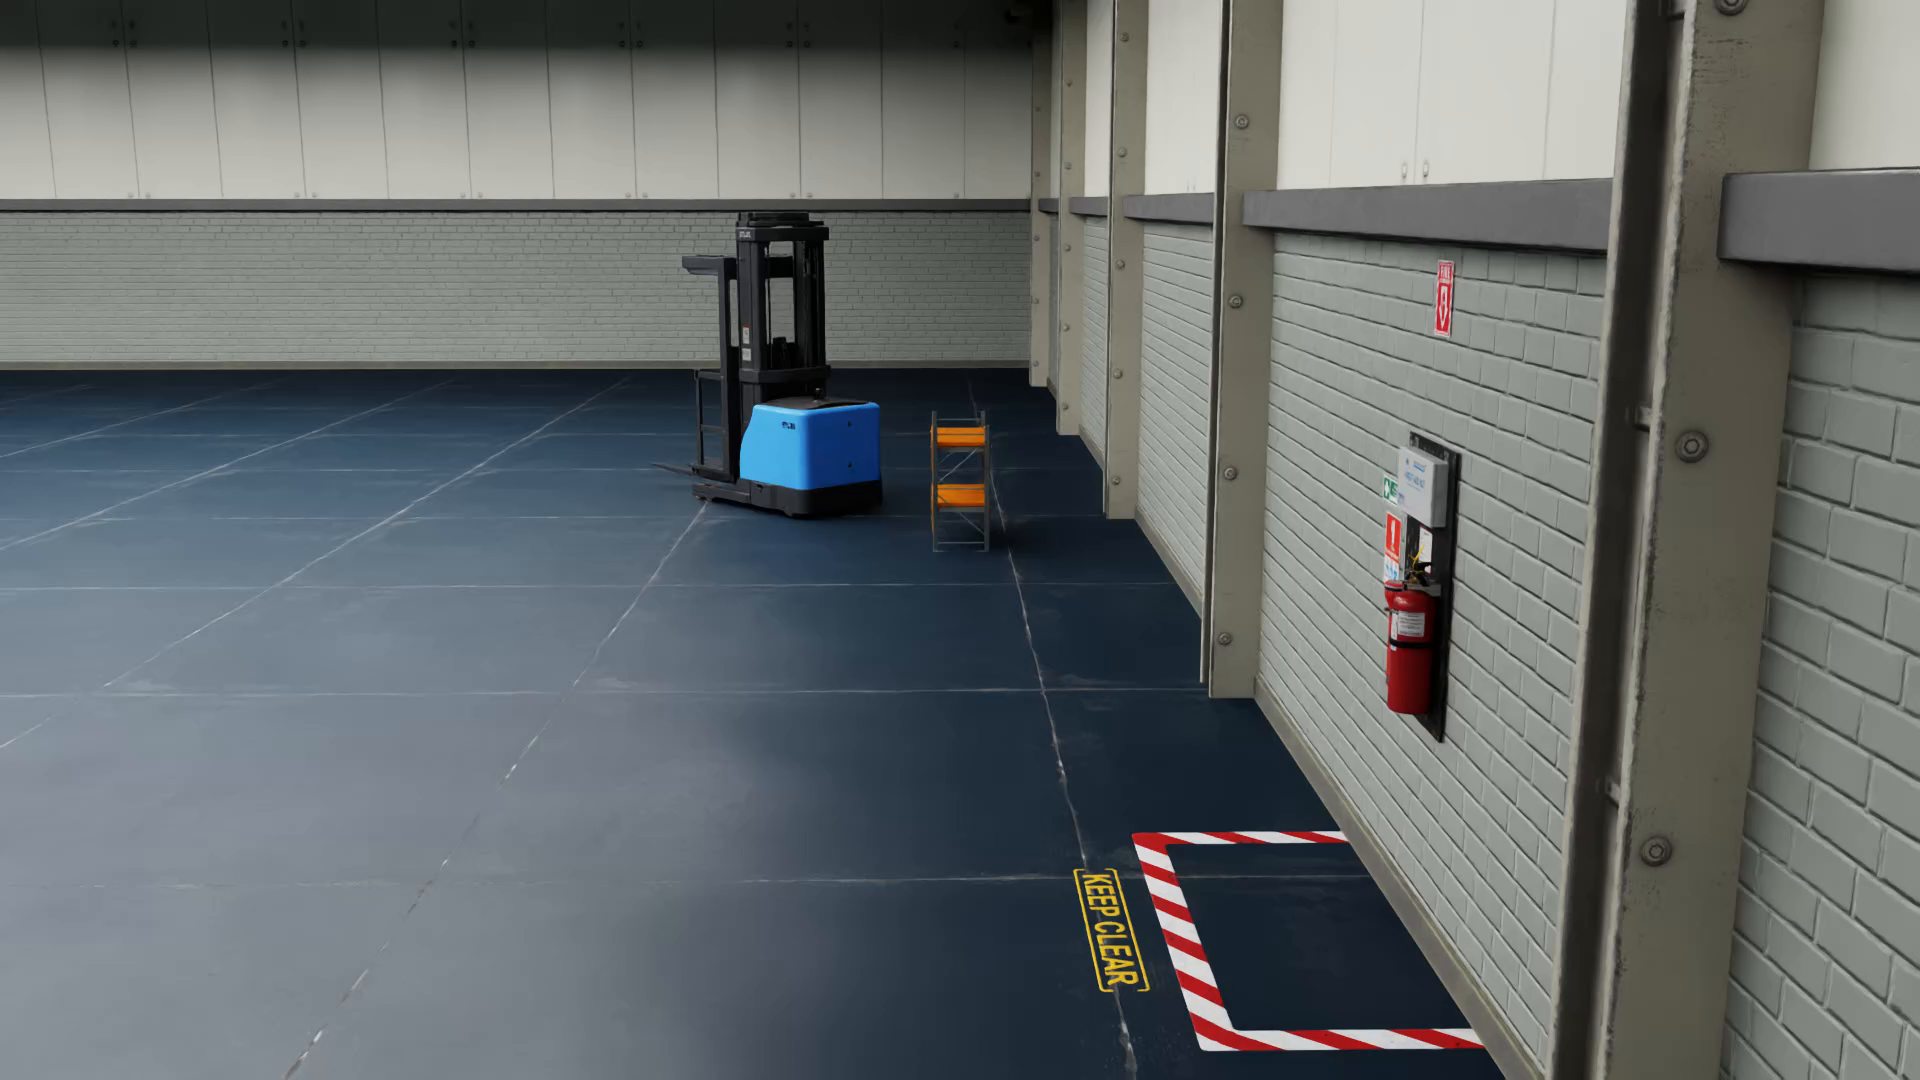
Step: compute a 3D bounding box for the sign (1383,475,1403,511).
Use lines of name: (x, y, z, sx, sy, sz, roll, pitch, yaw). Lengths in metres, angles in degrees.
sign: (1.906, -0.208, 7.308, 0.001, 0.109, 0.331, 0, 11, -1)

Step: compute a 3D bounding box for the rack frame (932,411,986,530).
rack frame: (-0.010, -0.651, 15.630, 0.500, 1.125, 0.032, 0, 11, -1)

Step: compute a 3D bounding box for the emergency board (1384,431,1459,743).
emergency board: (1.823, 0.179, 6.825, 0.194, 1.169, 0.643, 0, 11, -1)

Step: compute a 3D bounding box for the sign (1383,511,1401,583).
sign: (1.914, 0.051, 7.366, 0.001, 0.329, 0.234, 0, 11, -1)

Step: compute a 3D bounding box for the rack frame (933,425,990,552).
rack frame: (0.011, -0.449, 14.633, 0.500, 1.125, 0.032, 0, 11, -1)

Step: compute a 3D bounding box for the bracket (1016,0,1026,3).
bracket: (0.993, -8.721, 26.551, 0.235, 0.232, 0.430, 0, 11, -1)

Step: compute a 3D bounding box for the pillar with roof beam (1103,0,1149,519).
pillar with roof beam: (-2.716, -4.638, 15.477, 9.100, 9.000, 0.400, 0, 11, -1)

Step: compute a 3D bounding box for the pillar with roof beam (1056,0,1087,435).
pillar with roof beam: (-2.840, -5.830, 21.356, 9.100, 9.000, 0.400, 0, 11, -1)

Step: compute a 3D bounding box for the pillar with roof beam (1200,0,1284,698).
pillar with roof beam: (-2.592, -3.445, 9.598, 9.100, 9.000, 0.400, 0, 11, -1)

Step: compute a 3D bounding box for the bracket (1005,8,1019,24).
bracket: (0.927, -9.357, 29.686, 0.235, 0.232, 0.430, 0, 11, -1)

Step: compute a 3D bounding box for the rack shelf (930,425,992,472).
rack shelf: (0.000, -0.837, 15.073, 0.538, 0.278, 1.000, 0, 11, -1)

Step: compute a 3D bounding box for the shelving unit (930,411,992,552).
shelving unit: (0.000, -0.550, 15.132, 0.538, 1.125, 1.048, 0, 11, -1)

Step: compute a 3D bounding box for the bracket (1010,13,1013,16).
bracket: (0.939, -9.240, 29.107, 0.076, 0.066, 3.189, 0, 11, -1)

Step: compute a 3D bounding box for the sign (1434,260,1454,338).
sign: (1.922, -0.959, 6.605, 0.001, 0.298, 0.199, 0, 11, -1)

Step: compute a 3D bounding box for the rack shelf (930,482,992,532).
rack shelf: (0.000, -0.310, 15.180, 0.538, 0.278, 1.000, 0, 11, -1)

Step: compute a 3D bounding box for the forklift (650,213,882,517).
forklift: (-2.153, -1.898, 17.232, 1.130, 2.935, 3.031, -10, 15, -42)

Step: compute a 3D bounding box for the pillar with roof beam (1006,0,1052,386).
pillar with roof beam: (-2.964, -7.023, 27.235, 9.100, 9.000, 0.548, 0, 11, -1)
